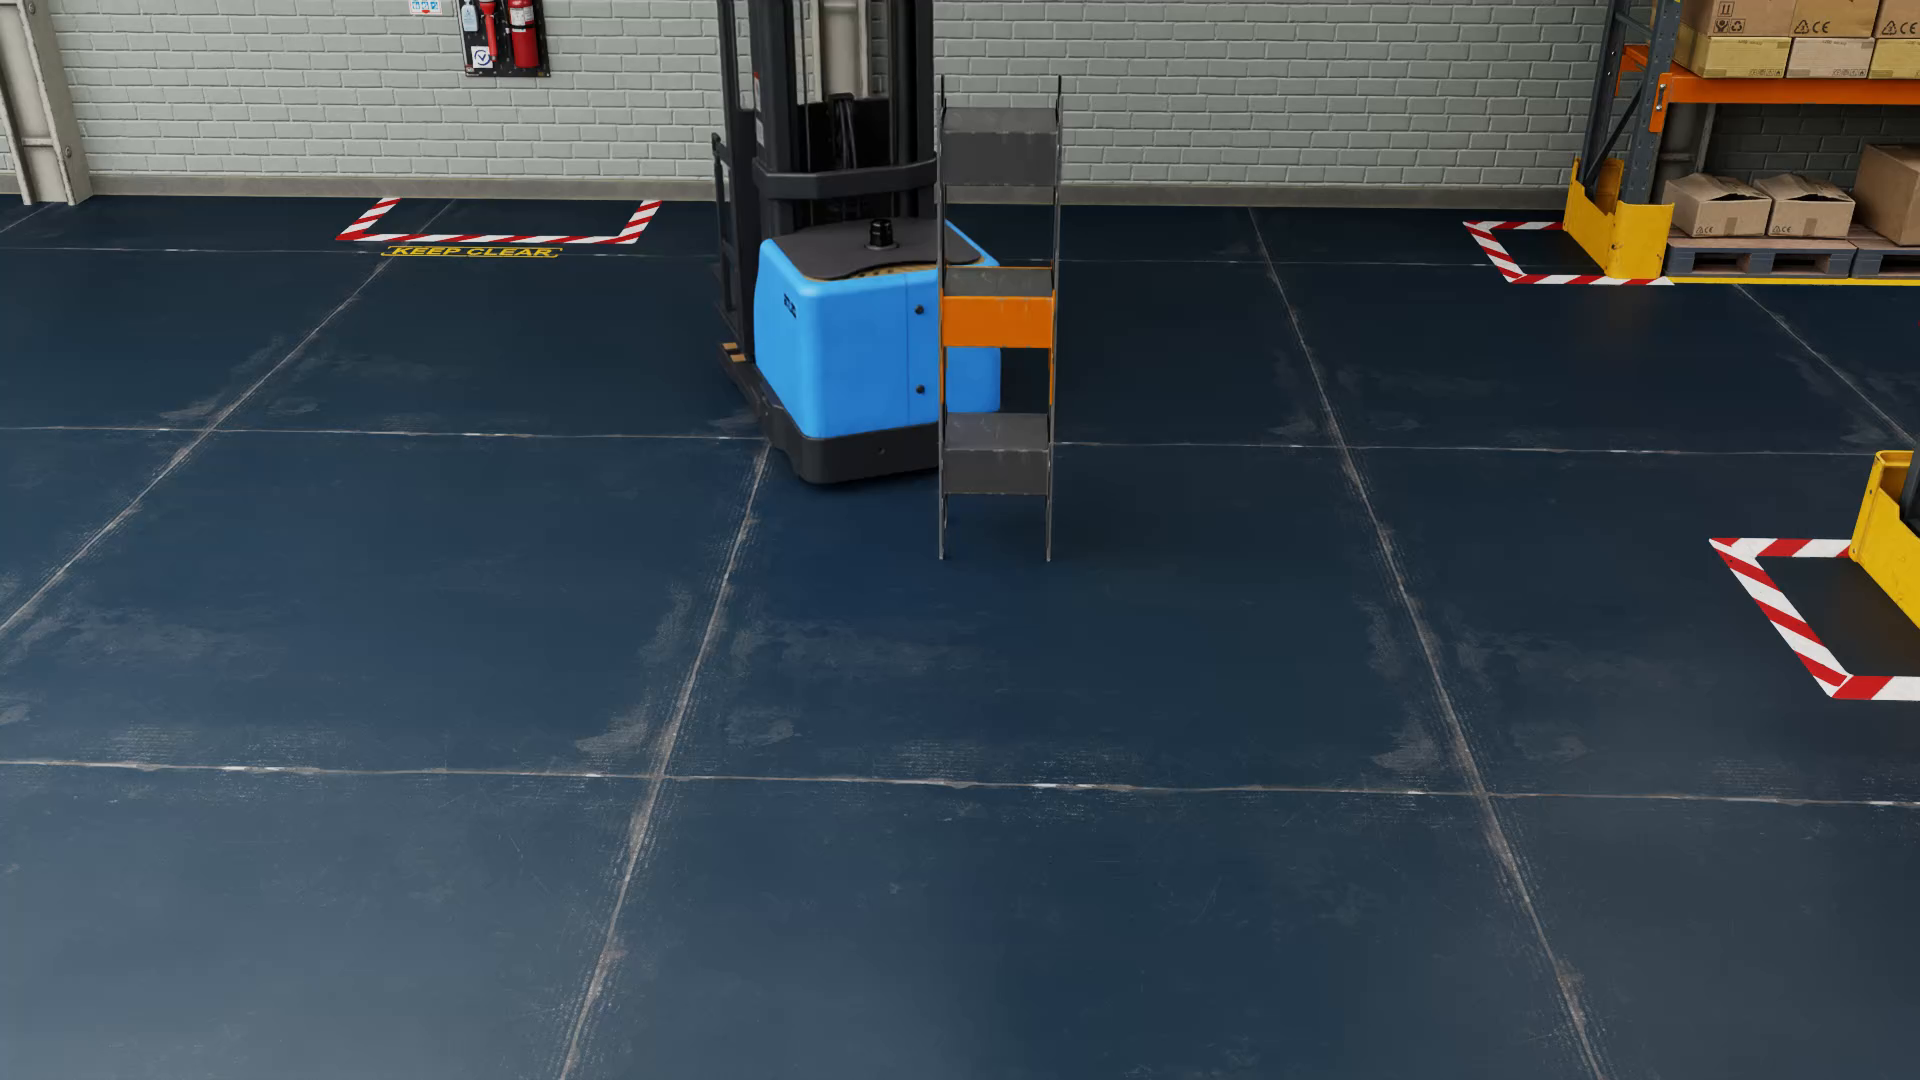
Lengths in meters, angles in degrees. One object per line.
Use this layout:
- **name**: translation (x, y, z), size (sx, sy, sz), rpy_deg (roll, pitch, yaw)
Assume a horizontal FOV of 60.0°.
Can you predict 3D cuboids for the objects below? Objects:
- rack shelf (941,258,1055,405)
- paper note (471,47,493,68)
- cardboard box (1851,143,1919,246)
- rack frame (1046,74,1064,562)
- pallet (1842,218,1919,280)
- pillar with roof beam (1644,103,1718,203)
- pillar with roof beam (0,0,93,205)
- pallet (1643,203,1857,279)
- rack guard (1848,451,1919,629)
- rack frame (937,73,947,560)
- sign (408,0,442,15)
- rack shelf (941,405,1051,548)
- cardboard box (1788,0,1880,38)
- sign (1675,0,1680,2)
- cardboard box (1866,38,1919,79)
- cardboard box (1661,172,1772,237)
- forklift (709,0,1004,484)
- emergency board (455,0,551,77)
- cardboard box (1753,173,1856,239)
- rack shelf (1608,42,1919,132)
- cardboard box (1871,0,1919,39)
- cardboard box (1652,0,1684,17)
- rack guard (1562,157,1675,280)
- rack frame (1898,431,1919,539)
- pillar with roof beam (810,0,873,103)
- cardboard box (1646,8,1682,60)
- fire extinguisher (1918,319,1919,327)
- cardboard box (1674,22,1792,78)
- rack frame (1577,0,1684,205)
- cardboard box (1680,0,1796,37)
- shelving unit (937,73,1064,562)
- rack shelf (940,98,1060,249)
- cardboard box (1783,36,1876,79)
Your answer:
- **rack shelf**: translation (0.165, -0.913, 7.259), size (0.480, 0.518, 0.431), rpy_deg (1, 28, 2)
- **paper note**: translation (-3.489, -3.523, 12.134), size (0.142, 0.148, 0.016), rpy_deg (1, 28, 2)
- **cardboard box**: translation (6.410, -2.317, 11.118), size (0.500, 0.500, 0.700), rpy_deg (-1, 28, -1)
- **rack frame**: translation (0.409, -0.921, 7.245), size (0.015, 2.100, 0.400), rpy_deg (1, 28, 2)
- **pallet**: translation (6.523, -2.041, 11.375), size (1.213, 0.211, 1.003), rpy_deg (1, 28, 2)
- **pillar with roof beam**: translation (4.999, -4.355, 6.357), size (0.400, 9.000, 9.100), rpy_deg (1, 28, 2)
- **pillar with roof beam**: translation (-6.994, -4.553, 6.731), size (0.400, 9.000, 9.100), rpy_deg (1, 28, 2)
- **pallet**: translation (5.307, -2.063, 11.415), size (1.213, 0.211, 1.003), rpy_deg (1, 28, 2)
- **rack guard**: translation (4.225, 0.097, 7.033), size (0.348, 0.500, 1.175), rpy_deg (1, 28, 2)
- **rack frame**: translation (-0.078, -0.929, 7.261), size (0.015, 2.100, 0.400), rpy_deg (1, 28, 2)
- **sign**: translation (-3.863, -3.950, 11.961), size (0.234, 0.329, 0.001), rpy_deg (1, 28, 2)
- **rack shelf**: translation (0.165, -0.294, 7.587), size (0.480, 0.518, 0.431), rpy_deg (1, 28, 2)
- **cardboard box**: translation (5.380, -3.438, 10.372), size (0.500, 0.500, 0.500), rpy_deg (1, 28, 2)
- **sign**: translation (4.401, -3.454, 10.139), size (0.005, 0.325, 0.100), rpy_deg (1, 28, 2)
- **cardboard box**: translation (5.925, -3.099, 10.531), size (0.500, 0.250, 0.500), rpy_deg (1, 28, 1)
- **cardboard box**: translation (5.109, -2.279, 11.247), size (0.500, 0.311, 0.500), rpy_deg (-2, 28, -4)
- **forklift**: translation (-0.760, -2.240, 8.846), size (1.130, 2.935, 3.031), rpy_deg (-10, 29, -17)
- **emergency board**: translation (-3.314, -3.877, 11.861), size (0.643, 1.169, 0.194), rpy_deg (1, 28, 2)
- **cardboard box**: translation (5.678, -2.269, 11.229), size (0.500, 0.311, 0.500), rpy_deg (3, 28, 6)
- **rack shelf**: translation (6.419, -2.975, 10.927), size (4.000, 0.370, 1.077), rpy_deg (1, 28, 2)
- **cardboard box**: translation (5.897, -3.427, 10.350), size (0.500, 0.500, 0.500), rpy_deg (0, 28, 0)
- **cardboard box**: translation (4.899, -3.691, 10.849), size (0.500, 0.500, 0.500), rpy_deg (1, 28, 1)
- **rack guard**: translation (4.496, -2.220, 11.404), size (0.348, 0.500, 1.175), rpy_deg (1, 28, 2)
- **rack frame**: translation (4.249, -1.007, 6.447), size (0.127, 3.000, 1.000), rpy_deg (1, 28, 2)
- **pillar with roof beam**: translation (-0.998, -4.454, 6.544), size (0.400, 9.000, 9.100), rpy_deg (1, 28, 2)
- **cardboard box**: translation (4.894, -3.351, 11.008), size (0.500, 0.250, 0.500), rpy_deg (1, 28, 3)
- **fire extinguisher**: translation (4.148, -1.192, 6.879), size (0.183, 0.674, 0.296), rpy_deg (1, 28, 2)
- **cardboard box**: translation (4.897, -3.112, 10.556), size (0.500, 0.250, 0.500), rpy_deg (0, 28, 0)
- **rack frame**: translation (4.420, -3.326, 10.821), size (0.127, 3.000, 1.000), rpy_deg (1, 28, 2)
- **cardboard box**: translation (4.887, -3.451, 10.396), size (0.500, 0.500, 0.500), rpy_deg (1, 28, 2)
- **shelving unit**: translation (0.165, -0.925, 7.253), size (0.503, 2.100, 0.431), rpy_deg (1, 28, 2)
- **rack shelf**: translation (0.165, -1.531, 6.932), size (0.480, 0.518, 0.431), rpy_deg (1, 28, 2)
- **cardboard box**: translation (5.416, -3.110, 10.553), size (0.500, 0.250, 0.500), rpy_deg (0, 28, 0)
